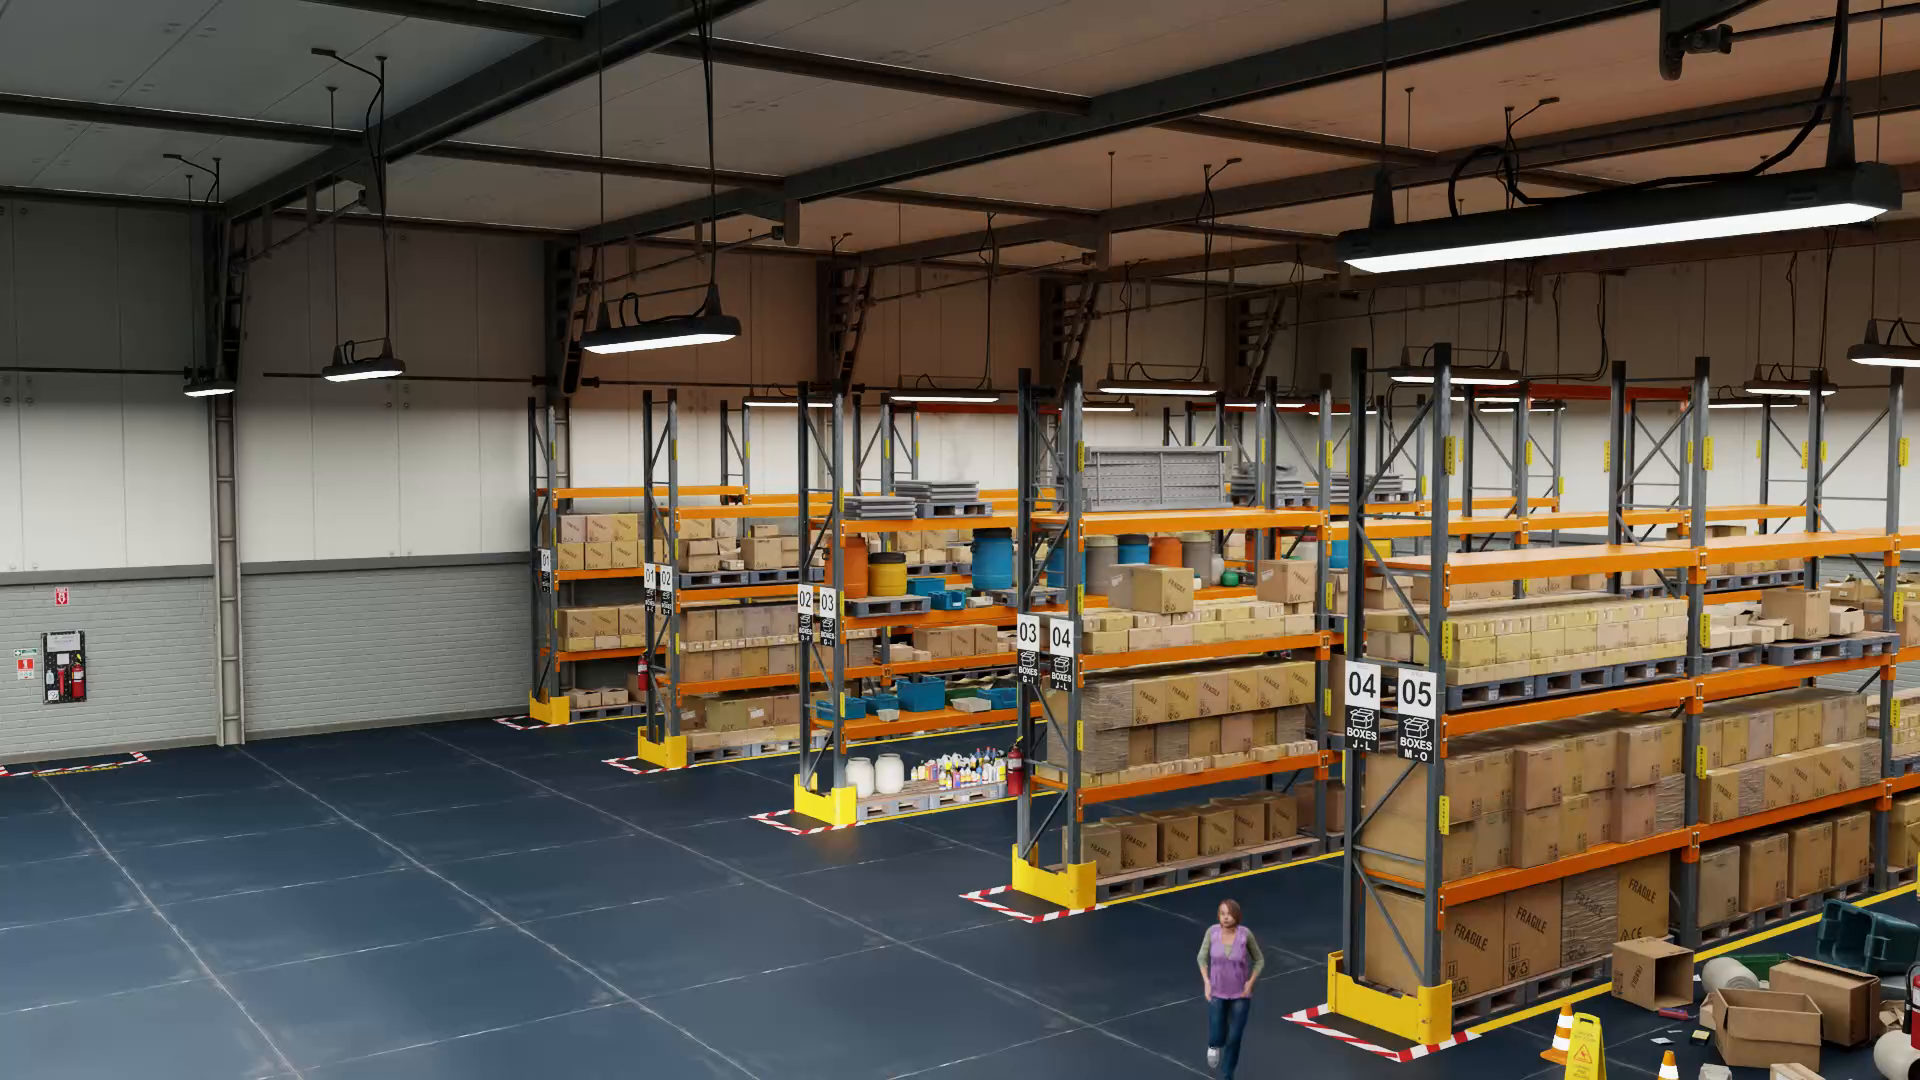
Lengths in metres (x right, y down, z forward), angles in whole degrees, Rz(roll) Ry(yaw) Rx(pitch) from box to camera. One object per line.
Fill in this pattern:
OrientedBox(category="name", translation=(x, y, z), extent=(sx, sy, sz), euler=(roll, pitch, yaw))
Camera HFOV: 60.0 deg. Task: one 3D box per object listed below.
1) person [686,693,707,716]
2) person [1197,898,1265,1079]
OrientedBox(category="person", translation=(-4.584, 2.605, 28.829), extent=(0.986, 1.765, 0.659), euler=(-3, 5, -42))
OrientedBox(category="person", translation=(2.150, 3.619, 13.216), extent=(0.533, 1.562, 0.588), euler=(1, 3, 12))
